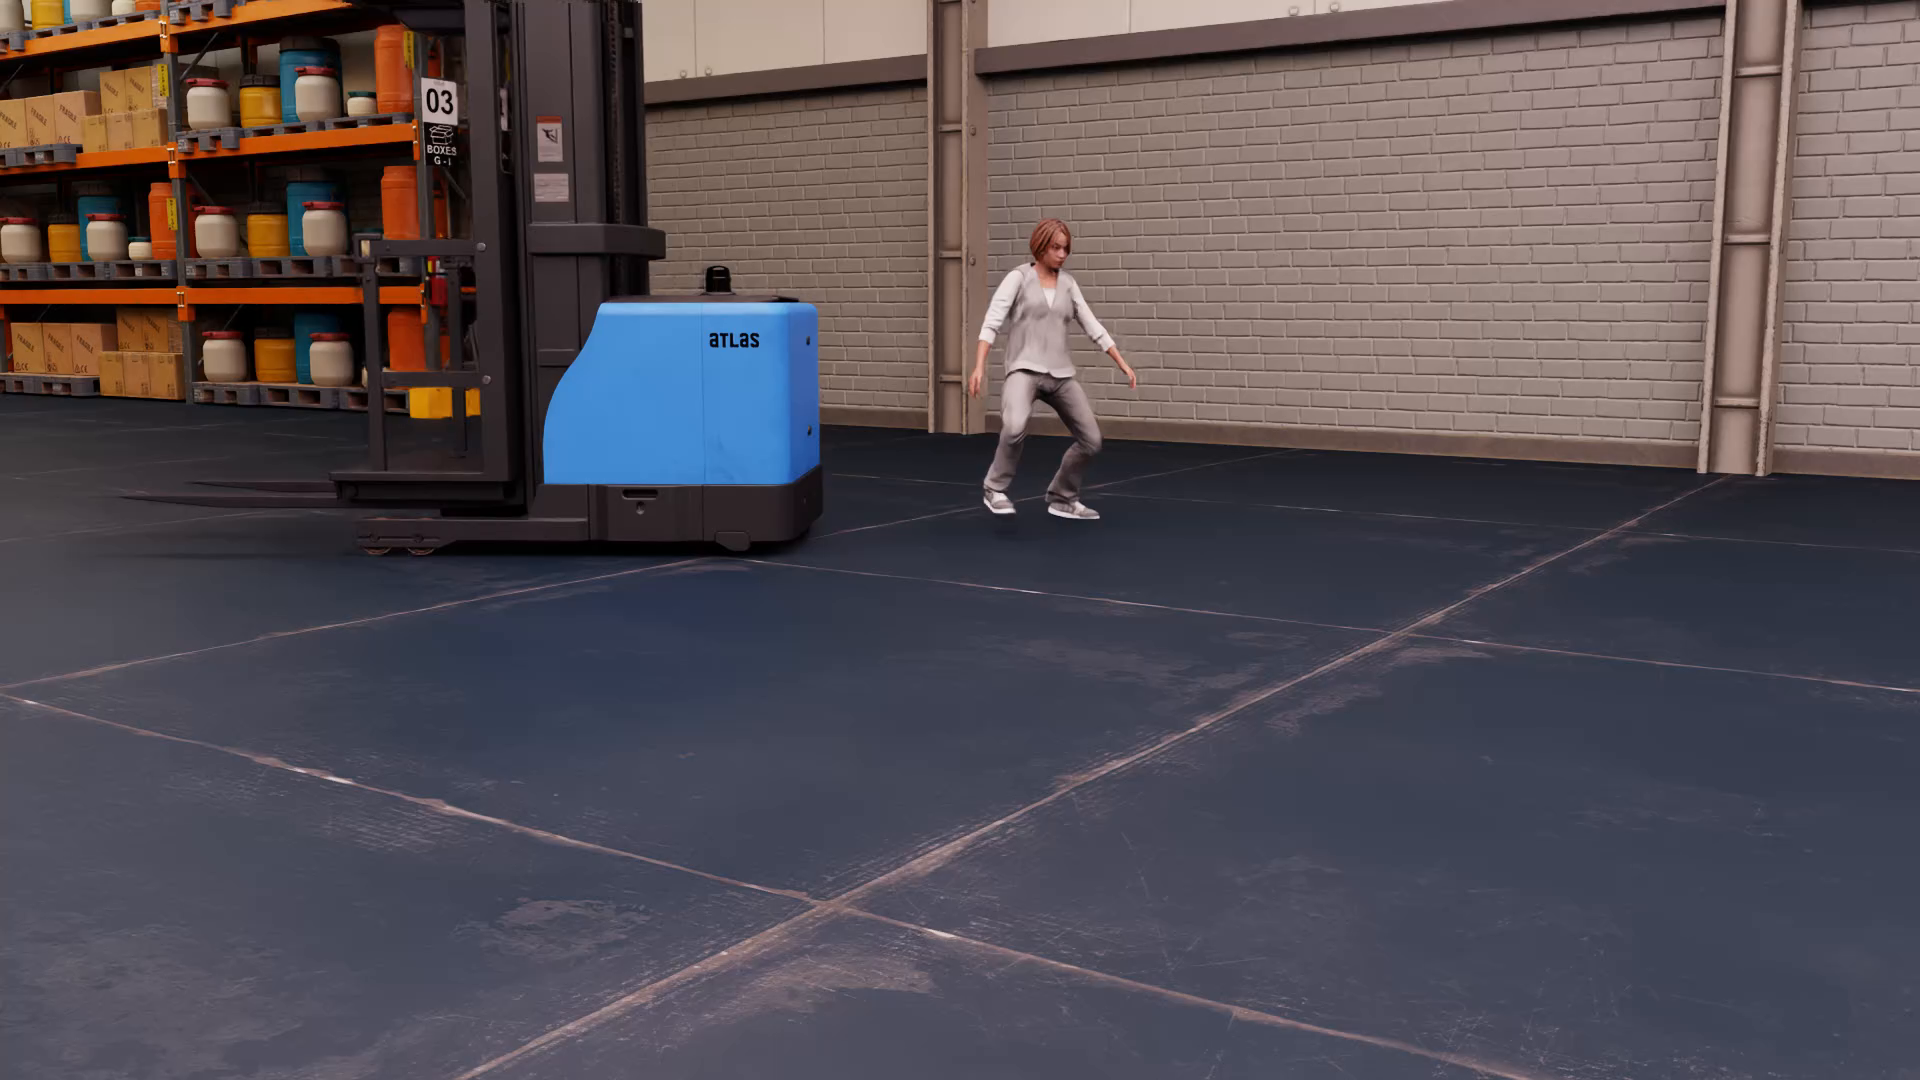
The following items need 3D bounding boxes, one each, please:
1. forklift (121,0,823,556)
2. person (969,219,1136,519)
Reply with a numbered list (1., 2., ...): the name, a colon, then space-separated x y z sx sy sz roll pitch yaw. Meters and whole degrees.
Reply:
1. forklift: -2.194 -1.457 7.442 3.031 2.935 1.130 0 8 3
2. person: 0.423 -0.799 8.053 0.803 1.491 0.580 -3 9 -20
